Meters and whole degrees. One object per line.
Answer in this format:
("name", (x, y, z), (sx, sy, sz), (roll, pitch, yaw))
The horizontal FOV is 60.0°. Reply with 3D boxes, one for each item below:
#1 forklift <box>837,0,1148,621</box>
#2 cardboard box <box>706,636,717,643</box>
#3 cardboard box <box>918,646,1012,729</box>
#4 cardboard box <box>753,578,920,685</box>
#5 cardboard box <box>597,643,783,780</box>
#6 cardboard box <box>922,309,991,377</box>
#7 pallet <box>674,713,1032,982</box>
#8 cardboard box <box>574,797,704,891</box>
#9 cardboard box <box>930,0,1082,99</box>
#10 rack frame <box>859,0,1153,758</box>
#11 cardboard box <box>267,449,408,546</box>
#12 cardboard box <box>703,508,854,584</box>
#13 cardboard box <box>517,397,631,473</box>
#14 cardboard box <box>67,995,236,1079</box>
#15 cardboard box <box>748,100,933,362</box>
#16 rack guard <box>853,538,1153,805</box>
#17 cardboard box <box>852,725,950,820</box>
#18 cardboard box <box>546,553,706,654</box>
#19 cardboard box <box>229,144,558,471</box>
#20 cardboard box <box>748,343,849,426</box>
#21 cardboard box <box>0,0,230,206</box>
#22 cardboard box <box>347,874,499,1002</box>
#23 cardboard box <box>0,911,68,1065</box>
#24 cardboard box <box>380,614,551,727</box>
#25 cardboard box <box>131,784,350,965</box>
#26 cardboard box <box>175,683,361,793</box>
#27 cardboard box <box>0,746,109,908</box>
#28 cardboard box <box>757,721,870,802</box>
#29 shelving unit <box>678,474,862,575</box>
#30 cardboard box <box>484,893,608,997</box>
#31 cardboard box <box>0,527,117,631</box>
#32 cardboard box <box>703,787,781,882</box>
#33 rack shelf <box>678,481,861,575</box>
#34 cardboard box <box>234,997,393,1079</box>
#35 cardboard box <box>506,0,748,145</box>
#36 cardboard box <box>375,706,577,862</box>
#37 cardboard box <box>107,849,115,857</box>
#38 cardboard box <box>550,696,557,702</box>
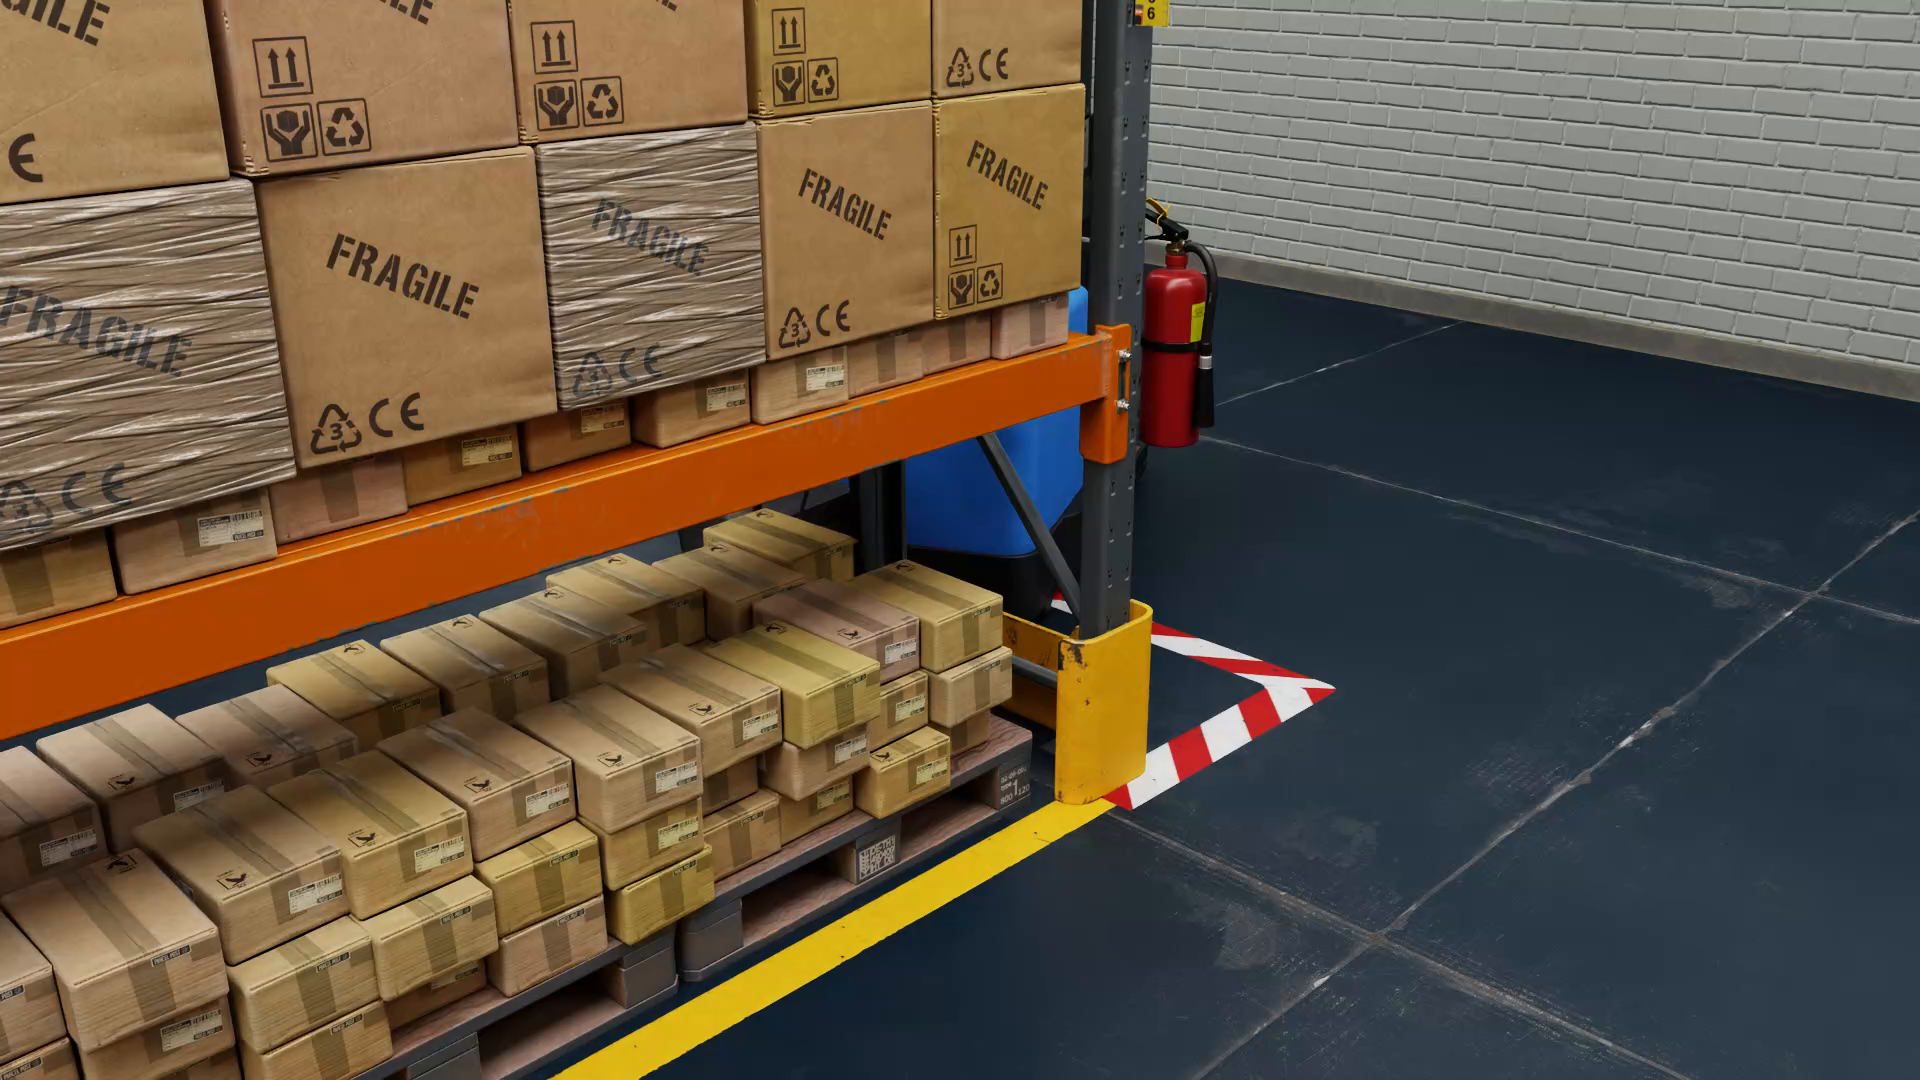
("forklift", (0.185, -1.584, 6.610), (1.130, 2.935, 3.031), (6, 22, 16))
("cardboard box", (-0.699, 0.264, 4.681), (0.380, 0.149, 0.250), (19, 28, 40))
("cardboard box", (-0.082, 0.344, 4.472), (0.380, 0.149, 0.250), (18, 28, 39))
("cardboard box", (-0.322, 0.248, 4.308), (0.250, 0.149, 0.380), (-20, 28, -41))
("cardboard box", (-0.638, 0.397, 3.920), (0.380, 0.149, 0.250), (18, 27, 39))
("cardboard box", (-0.143, -0.532, 4.129), (0.380, 0.149, 0.250), (19, 28, 41))
("pallet", (-0.563, 0.662, 4.557), (1.003, 0.211, 1.213), (19, 28, 41))
("cardboard box", (-0.795, 0.614, 3.769), (0.250, 0.149, 0.380), (-20, 28, -41))
("cardboard box", (-0.059, -1.331, 3.909), (0.500, 0.500, 0.500), (19, 28, 40))
("rack frame", (0.082, -0.859, 4.628), (1.000, 3.000, 0.127), (19, 28, 41))
("cardboard box", (-1.239, -0.135, 3.096), (0.250, 0.149, 0.380), (-19, 28, -40))
("cardboard box", (-0.527, 0.048, 4.828), (0.380, 0.149, 0.250), (18, 27, 38))
("cardboard box", (-0.905, -0.278, 3.467), (0.380, 0.149, 0.250), (18, 27, 38))
("cardboard box", (-1.571, 0.859, 3.131), (0.250, 0.149, 0.380), (-19, 28, -40))
("cardboard box", (-0.410, -0.733, 3.748), (0.500, 0.500, 0.500), (19, 28, 40))
("rack guard", (0.029, 0.327, 5.026), (1.175, 0.500, 0.348), (19, 28, 41))
("cardboard box", (-0.242, 0.555, 4.338), (0.250, 0.149, 0.380), (-19, 28, -40))
("cardboard box", (-0.900, 0.181, 4.481), (0.380, 0.149, 0.250), (19, 28, 40))
("cardboard box", (-1.112, -0.475, 3.075), (0.500, 0.500, 0.500), (-18, 28, -39))
("cardboard box", (-0.469, -0.393, 3.766), (0.250, 0.149, 0.380), (-19, 28, -41))
("cardboard box", (-1.495, -0.797, 2.519), (0.500, 0.500, 0.500), (-20, 28, -41))
("cardboard box", (-1.159, 0.753, 3.407), (0.380, 0.149, 0.250), (20, 28, 41))
("cardboard box", (-1.778, 0.784, 2.914), (0.380, 0.149, 0.250), (18, 28, 39))
("cardboard box", (-1.214, 0.335, 4.081), (0.250, 0.149, 0.380), (-19, 28, -40))
("cardboard box", (-1.411, 0.648, 3.267), (0.380, 0.149, 0.250), (18, 27, 39))
("cardboard box", (-1.537, 0.480, 3.705), (0.380, 0.149, 0.250), (19, 28, 41))
("cardboard box", (-1.969, 0.588, 3.422), (0.380, 0.149, 0.250), (18, 27, 38))
("cardboard box", (-0.443, 0.478, 4.123), (0.380, 0.149, 0.250), (18, 27, 39))
("shelving unit", (-0.666, -0.598, 5.112), (0.431, 2.100, 0.503), (-24, 31, -34))
("cardboard box", (-0.989, 0.814, 3.663), (0.250, 0.149, 0.380), (-20, 28, -41))
("cardboard box", (-1.584, 0.012, 2.712), (0.250, 0.149, 0.380), (-20, 28, -41))
("cardboard box", (-0.651, 0.668, 4.044), (0.380, 0.149, 0.250), (20, 28, 41))
("rack shelf", (-0.605, 0.044, 5.416), (0.431, 0.518, 0.480), (-24, 31, -34))
("cardboard box", (-1.348, 0.947, 3.318), (0.380, 0.149, 0.250), (18, 28, 39))
("cardboard box", (-0.769, -1.065, 3.217), (0.500, 0.500, 0.500), (-18, 28, -39))
("cardboard box", (-1.049, 0.520, 3.600), (0.380, 0.149, 0.250), (18, 27, 39))
("cardboard box", (-1.752, 0.685, 3.586), (0.380, 0.149, 0.250), (18, 27, 38))
("cardboard box", (-1.063, 0.388, 4.359), (0.250, 0.149, 0.380), (-19, 28, -40))
